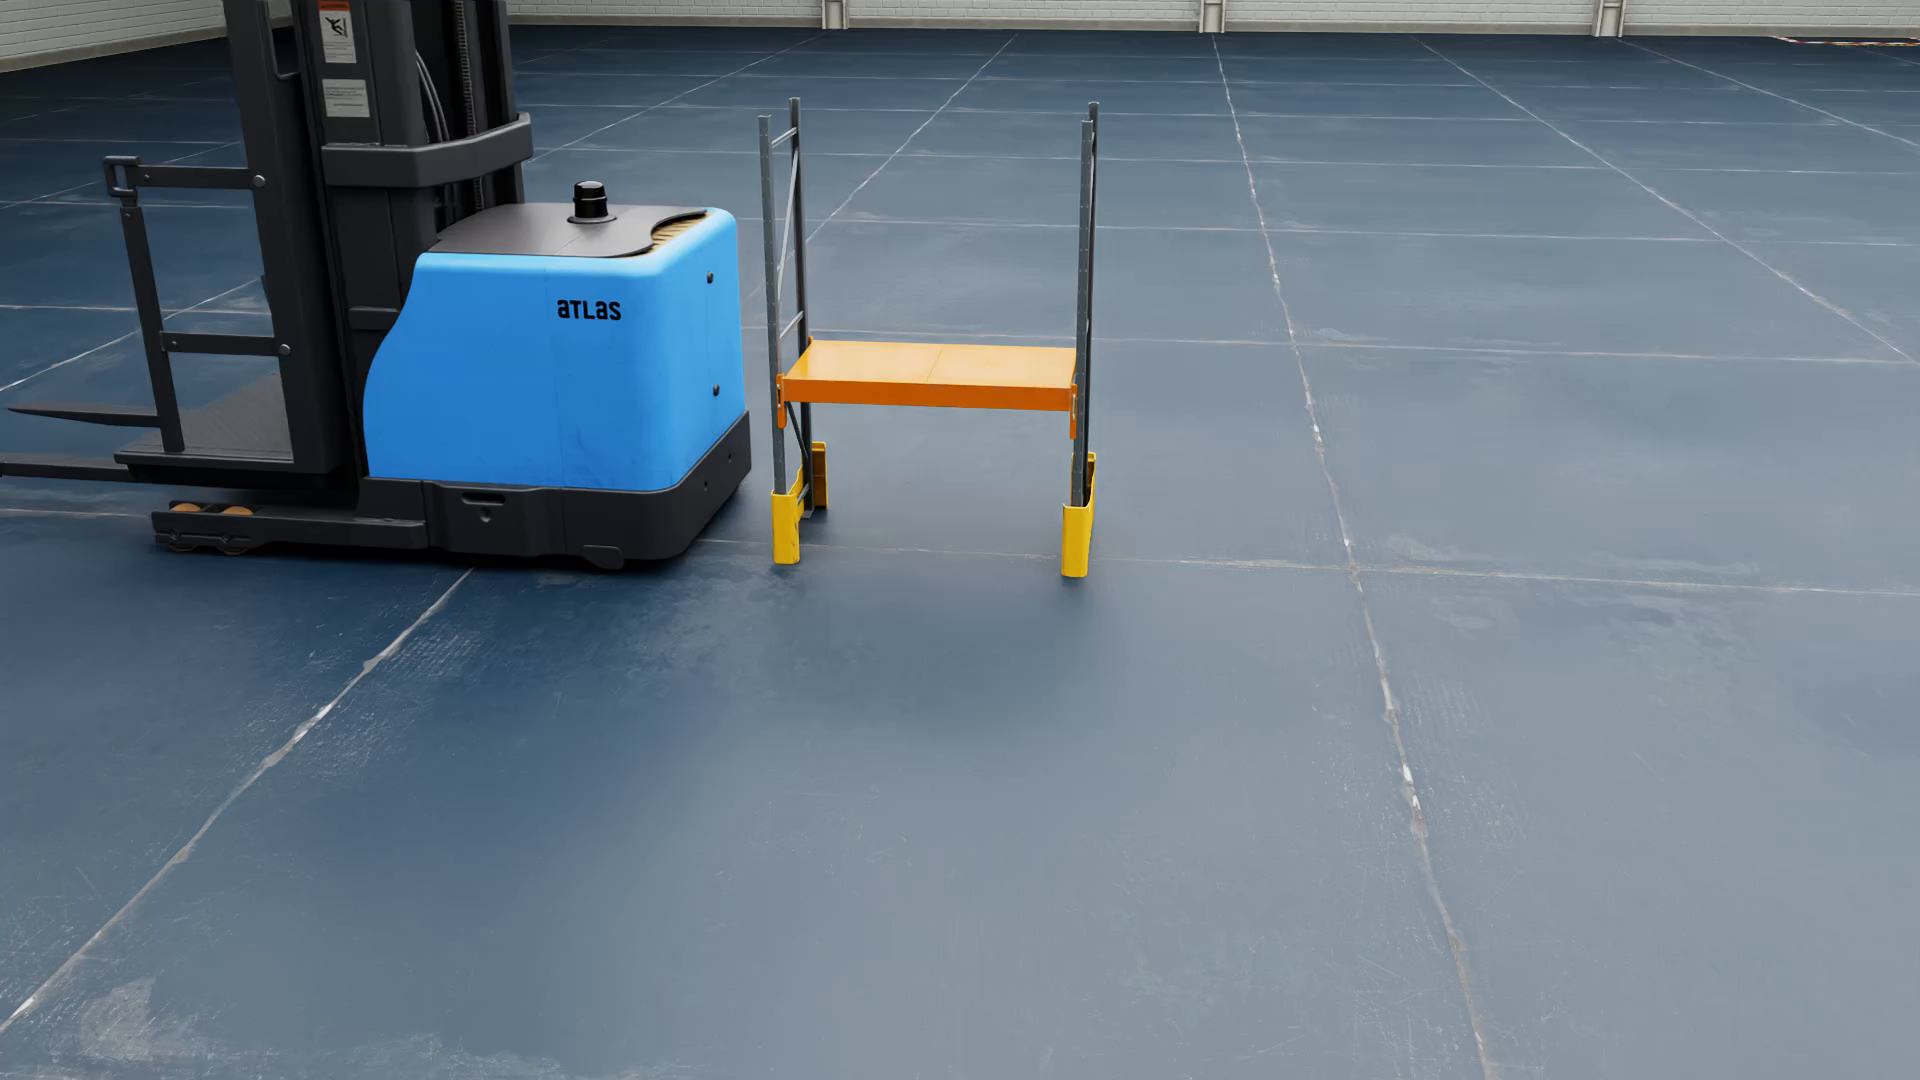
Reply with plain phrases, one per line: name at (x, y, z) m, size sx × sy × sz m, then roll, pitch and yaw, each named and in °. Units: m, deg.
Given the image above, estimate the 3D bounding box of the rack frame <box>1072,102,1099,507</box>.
rack frame at (0.420, -0.679, 5.618) m, size 0.032 × 1.500 × 0.500 m, roll 2°, pitch 22°, yaw 6°

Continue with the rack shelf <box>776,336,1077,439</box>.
rack shelf at (-0.085, -0.534, 5.740) m, size 1.000 × 0.185 × 0.538 m, roll 2°, pitch 22°, yaw 6°

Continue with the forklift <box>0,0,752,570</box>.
forklift at (-2.369, -1.498, 5.743) m, size 3.031 × 2.935 × 1.130 m, roll 3°, pitch 22°, yaw 8°

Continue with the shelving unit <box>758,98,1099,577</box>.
shelving unit at (-0.076, -0.701, 5.672) m, size 1.083 × 1.500 × 0.587 m, roll 2°, pitch 22°, yaw 6°

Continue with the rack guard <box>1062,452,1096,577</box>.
rack guard at (0.419, -0.098, 5.848) m, size 0.087 × 0.250 × 0.587 m, roll 2°, pitch 22°, yaw 6°

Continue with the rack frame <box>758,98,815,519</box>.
rack frame at (-0.590, -0.723, 5.729) m, size 0.032 × 1.500 × 0.500 m, roll 2°, pitch 22°, yaw 6°

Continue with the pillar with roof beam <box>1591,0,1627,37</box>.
pillar with roof beam at (9.410, -10.353, 19.887) m, size 0.400 × 9.000 × 9.100 m, roll 2°, pitch 22°, yaw 6°

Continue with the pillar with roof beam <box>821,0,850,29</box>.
pillar with roof beam at (-2.507, -10.872, 21.201) m, size 0.400 × 9.000 × 9.100 m, roll 2°, pitch 22°, yaw 6°

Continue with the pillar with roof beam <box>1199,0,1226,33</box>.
pillar with roof beam at (3.452, -10.613, 20.544) m, size 0.400 × 9.000 × 9.100 m, roll 2°, pitch 22°, yaw 6°

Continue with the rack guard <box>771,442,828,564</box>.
rack guard at (-0.570, -0.141, 5.957) m, size 0.087 × 0.250 × 0.587 m, roll 2°, pitch 22°, yaw 6°
